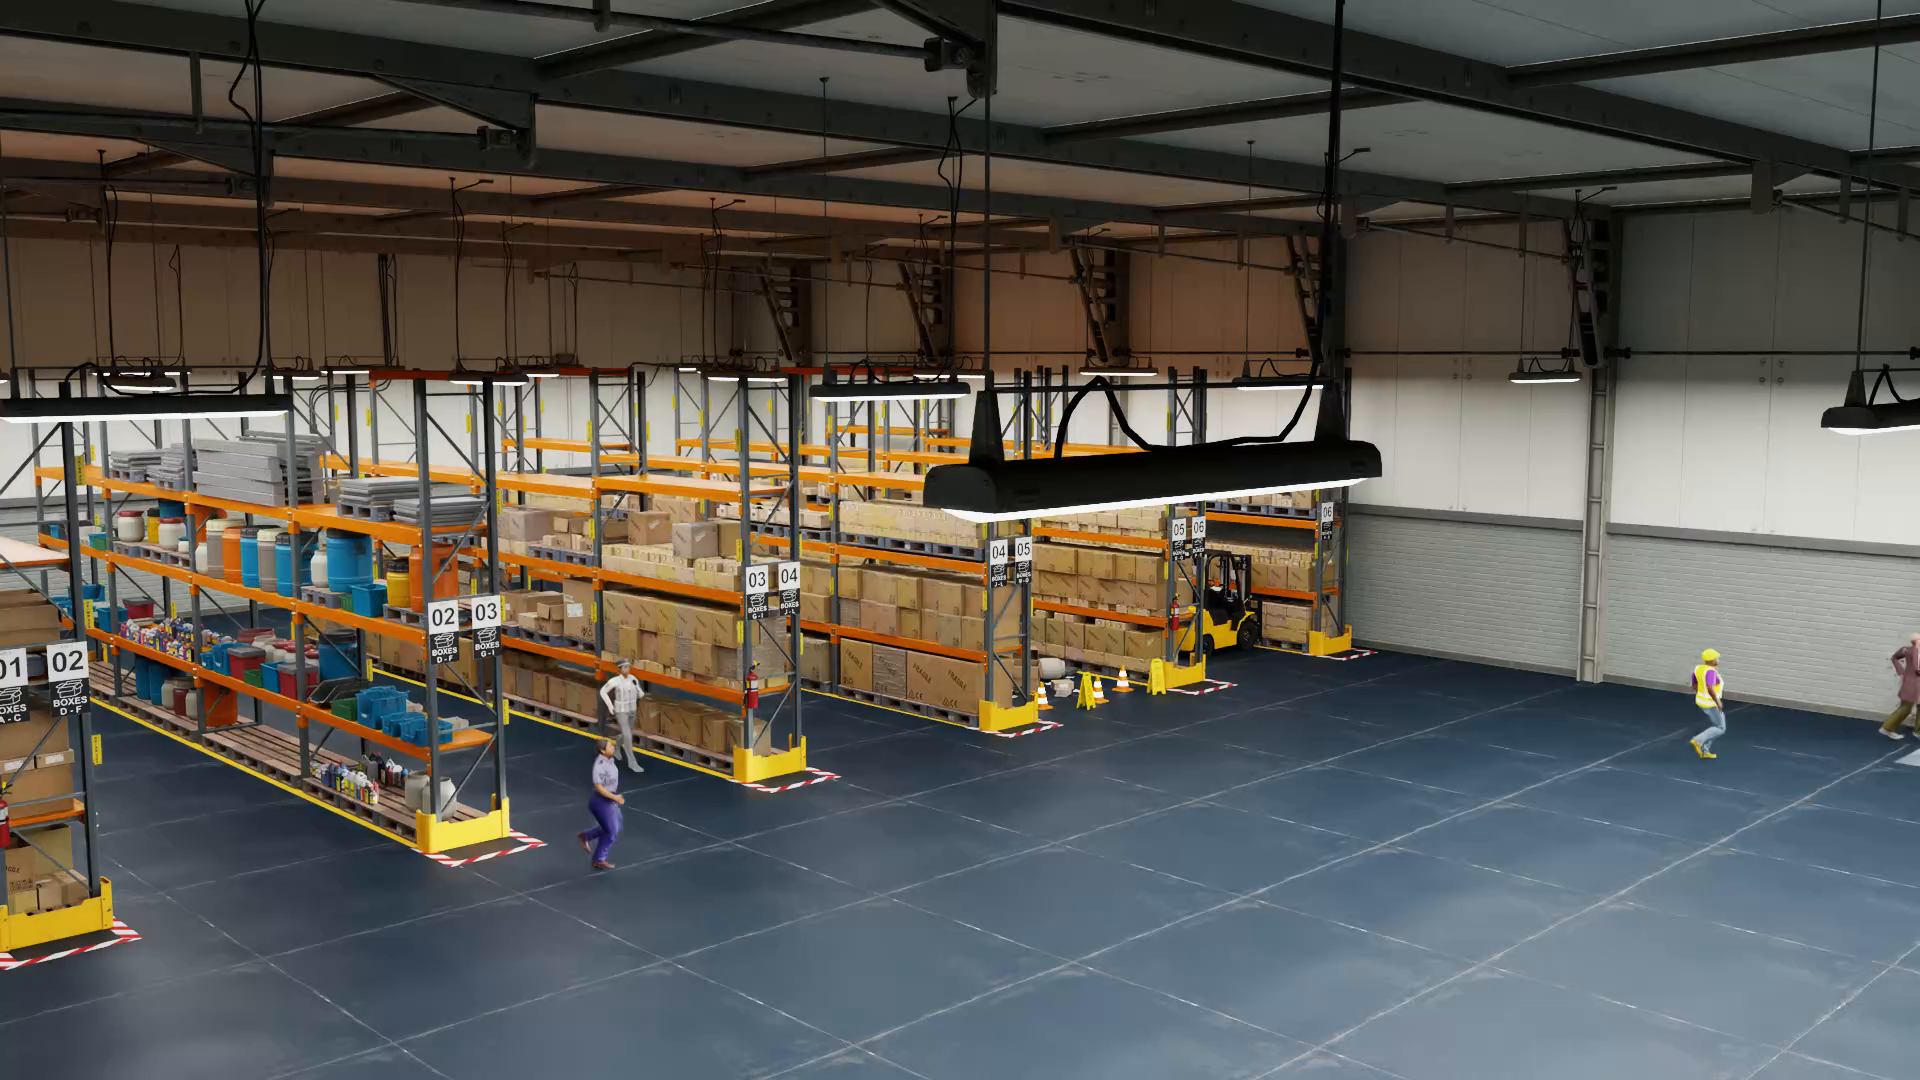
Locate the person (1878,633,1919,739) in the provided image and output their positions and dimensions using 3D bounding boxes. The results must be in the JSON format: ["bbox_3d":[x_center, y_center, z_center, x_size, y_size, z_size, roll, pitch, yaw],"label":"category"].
[{"bbox_3d":[15.415,2.418,26.958,0.865,1.845,0.688,3,7,23],"label":"person"}]

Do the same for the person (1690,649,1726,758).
[{"bbox_3d":[11.641,2.556,25.902,0.546,1.726,0.693,0,6,-1],"label":"person"}]

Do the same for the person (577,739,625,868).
[{"bbox_3d":[-4.420,3.244,20.519,0.595,1.609,0.626,-1,6,-6],"label":"person"}]

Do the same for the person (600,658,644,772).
[{"bbox_3d":[-5.084,2.618,25.280,0.916,1.689,0.607,6,9,43],"label":"person"}]
